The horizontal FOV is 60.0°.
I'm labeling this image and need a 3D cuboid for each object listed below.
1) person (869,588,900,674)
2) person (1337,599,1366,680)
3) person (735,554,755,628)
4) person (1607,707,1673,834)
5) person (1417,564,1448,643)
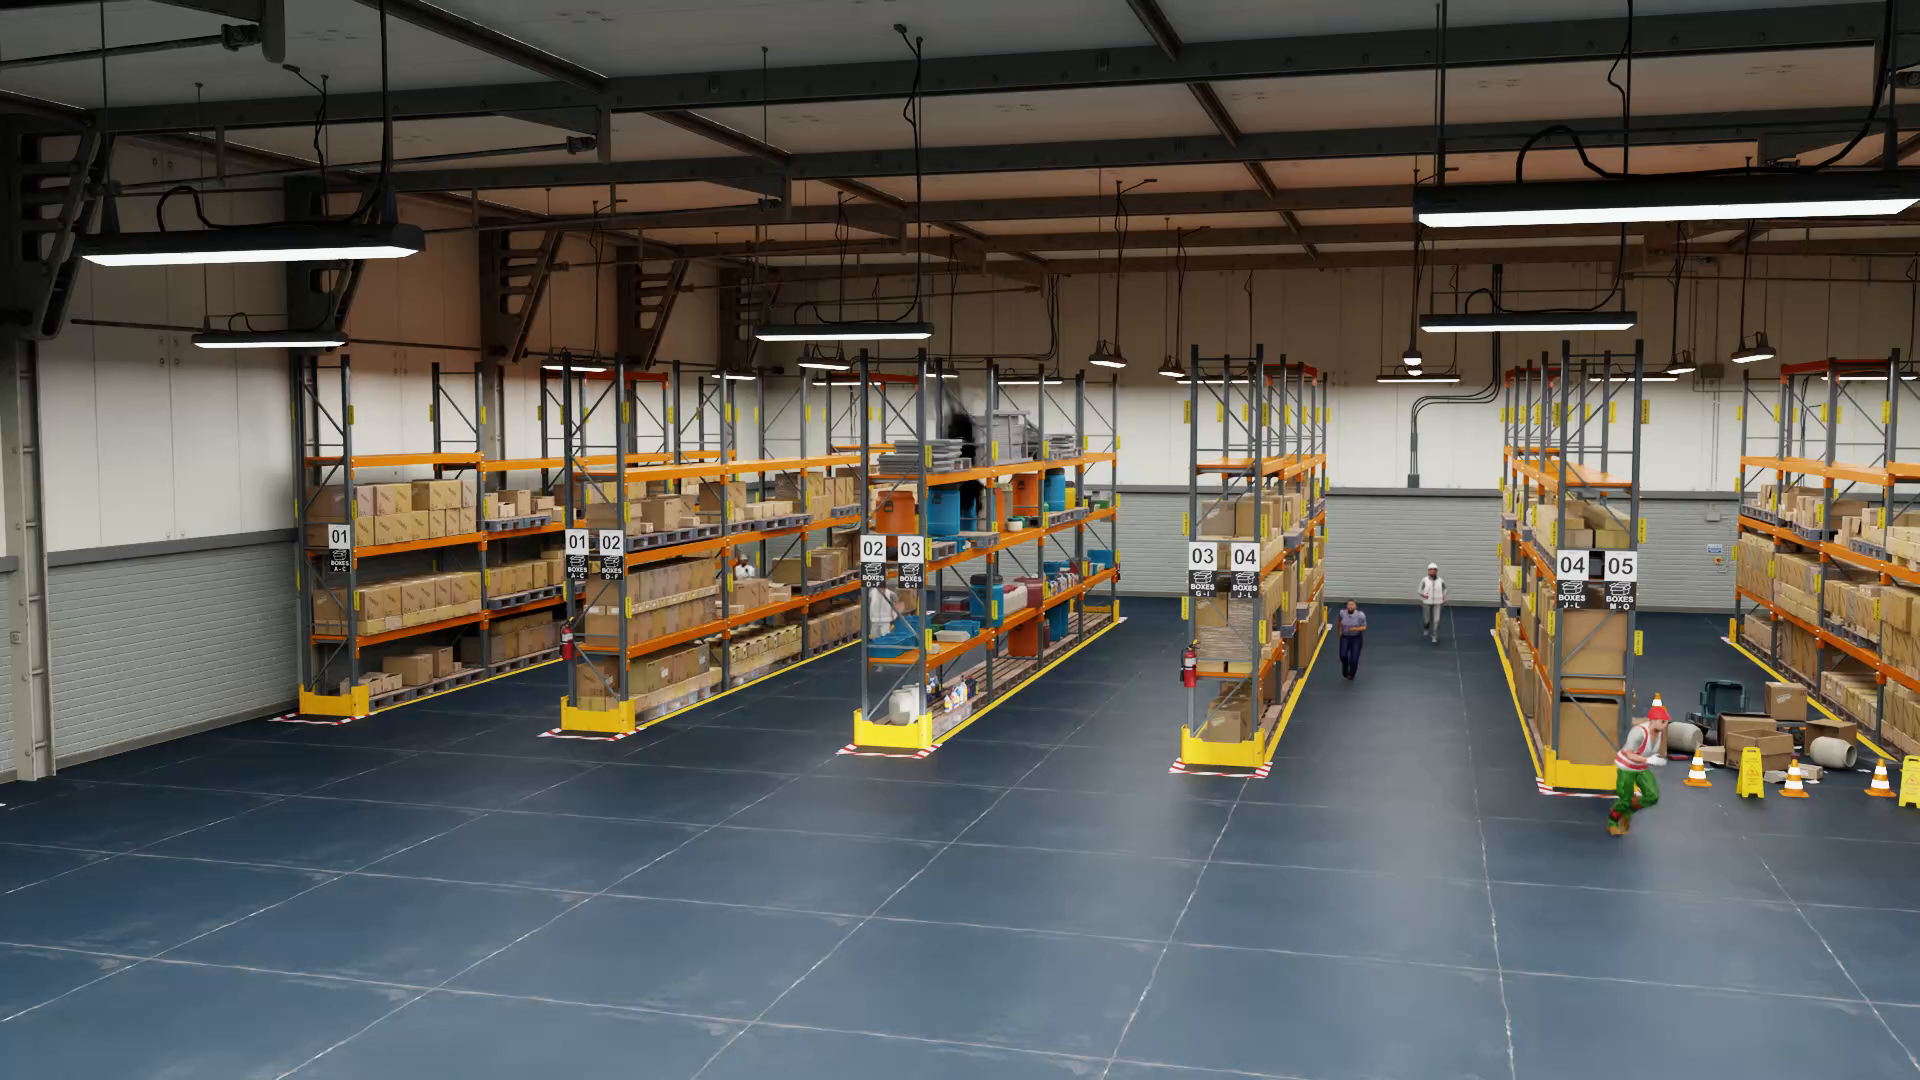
[{"bbox_3d":[-1.448,1.535,30.649,0.657,1.786,0.863,0,4,3],"label":"person"},{"bbox_3d":[7.289,1.867,31.017,0.560,1.558,0.732,1,4,17],"label":"person"},{"bbox_3d":[-5.102,1.181,39.444,0.559,1.716,0.903,0,4,5],"label":"person"},{"bbox_3d":[8.042,2.724,19.597,0.701,1.608,0.895,-2,5,-27],"label":"person"},{"bbox_3d":[10.435,1.388,36.687,0.669,1.733,0.760,1,4,11],"label":"person"}]
